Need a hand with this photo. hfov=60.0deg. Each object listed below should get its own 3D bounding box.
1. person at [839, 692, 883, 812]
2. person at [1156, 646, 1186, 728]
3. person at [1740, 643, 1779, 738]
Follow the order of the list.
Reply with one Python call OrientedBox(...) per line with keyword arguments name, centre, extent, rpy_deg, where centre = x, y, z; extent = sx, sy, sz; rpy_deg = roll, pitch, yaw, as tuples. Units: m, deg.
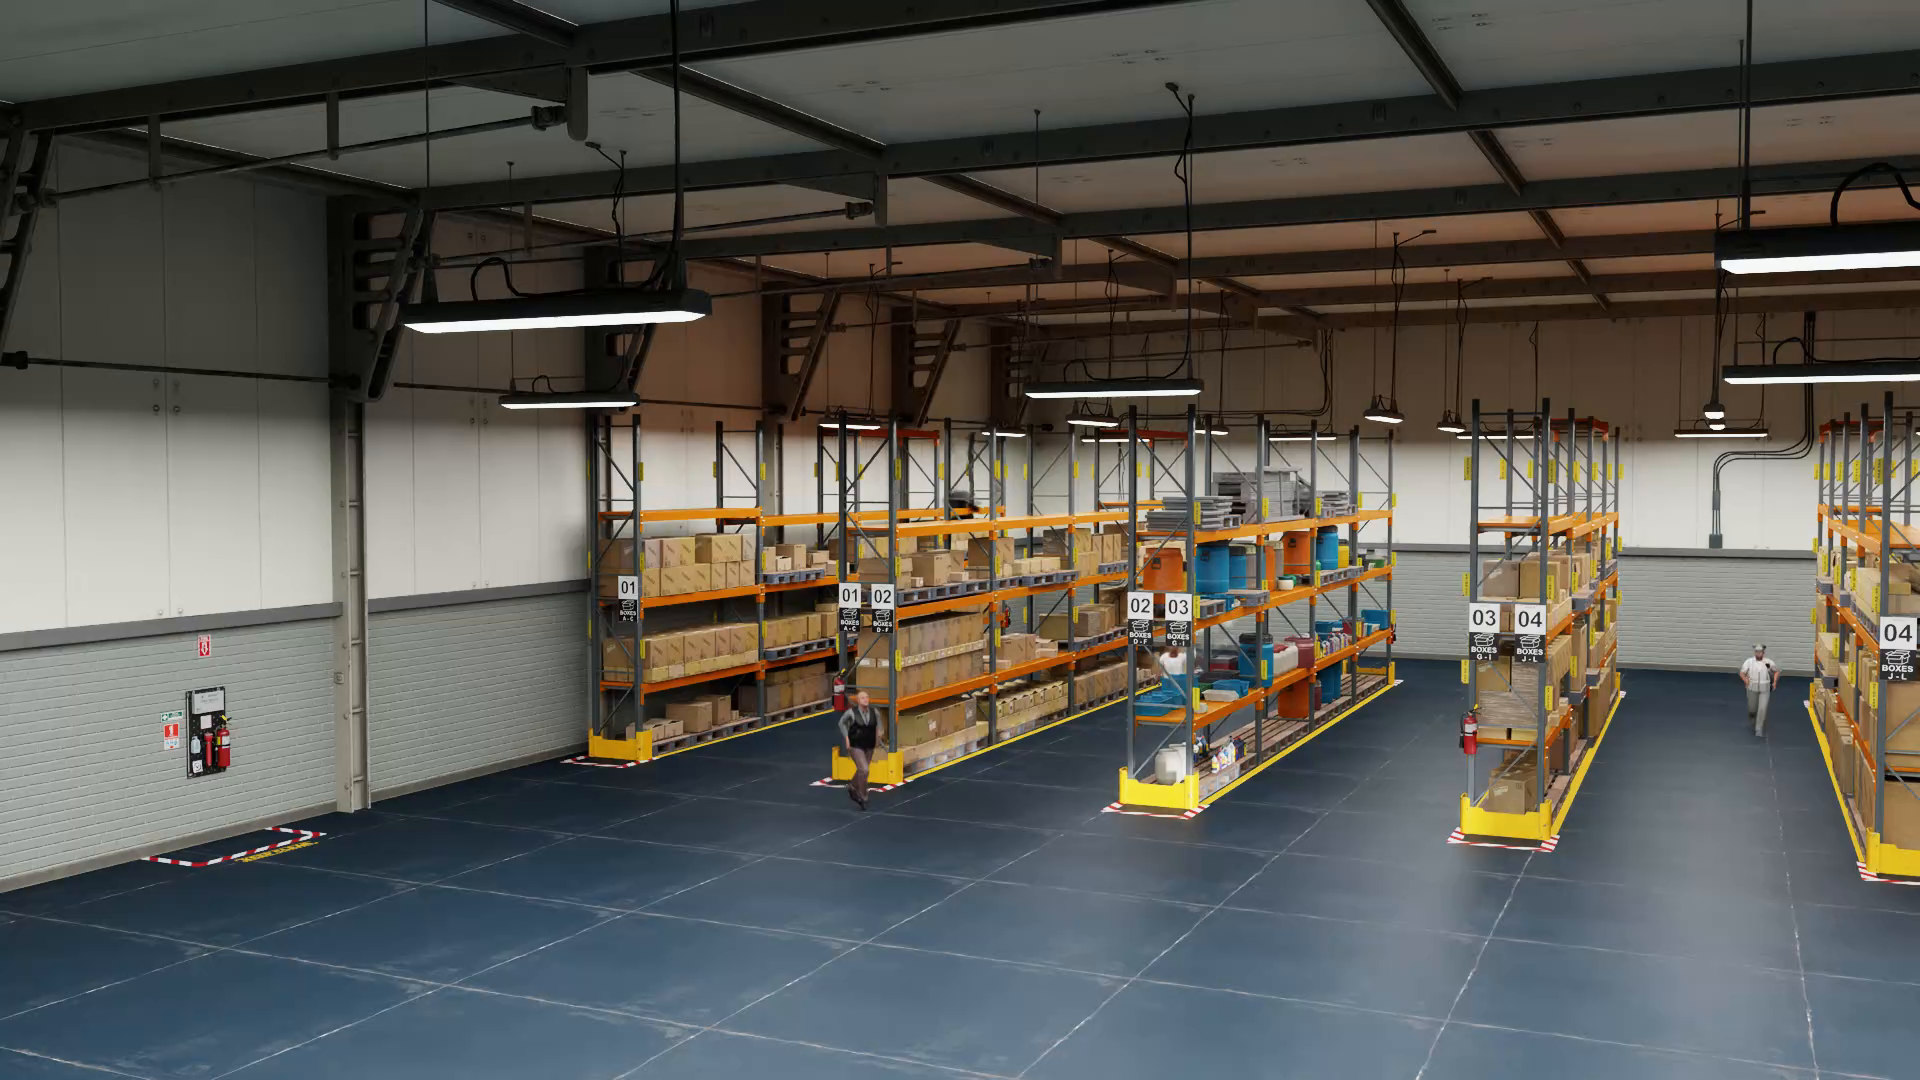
OrientedBox(name="person", centre=(-1.465, 3.125, 24.795), extent=(0.633, 1.765, 0.839), rpy_deg=(-1, 3, -32))
OrientedBox(name="person", centre=(4.209, 2.804, 32.655), extent=(0.706, 1.724, 0.654), rpy_deg=(1, 2, 19))
OrientedBox(name="person", centre=(15.178, 2.833, 31.569), extent=(0.678, 1.748, 0.917), rpy_deg=(1, 3, 25))
